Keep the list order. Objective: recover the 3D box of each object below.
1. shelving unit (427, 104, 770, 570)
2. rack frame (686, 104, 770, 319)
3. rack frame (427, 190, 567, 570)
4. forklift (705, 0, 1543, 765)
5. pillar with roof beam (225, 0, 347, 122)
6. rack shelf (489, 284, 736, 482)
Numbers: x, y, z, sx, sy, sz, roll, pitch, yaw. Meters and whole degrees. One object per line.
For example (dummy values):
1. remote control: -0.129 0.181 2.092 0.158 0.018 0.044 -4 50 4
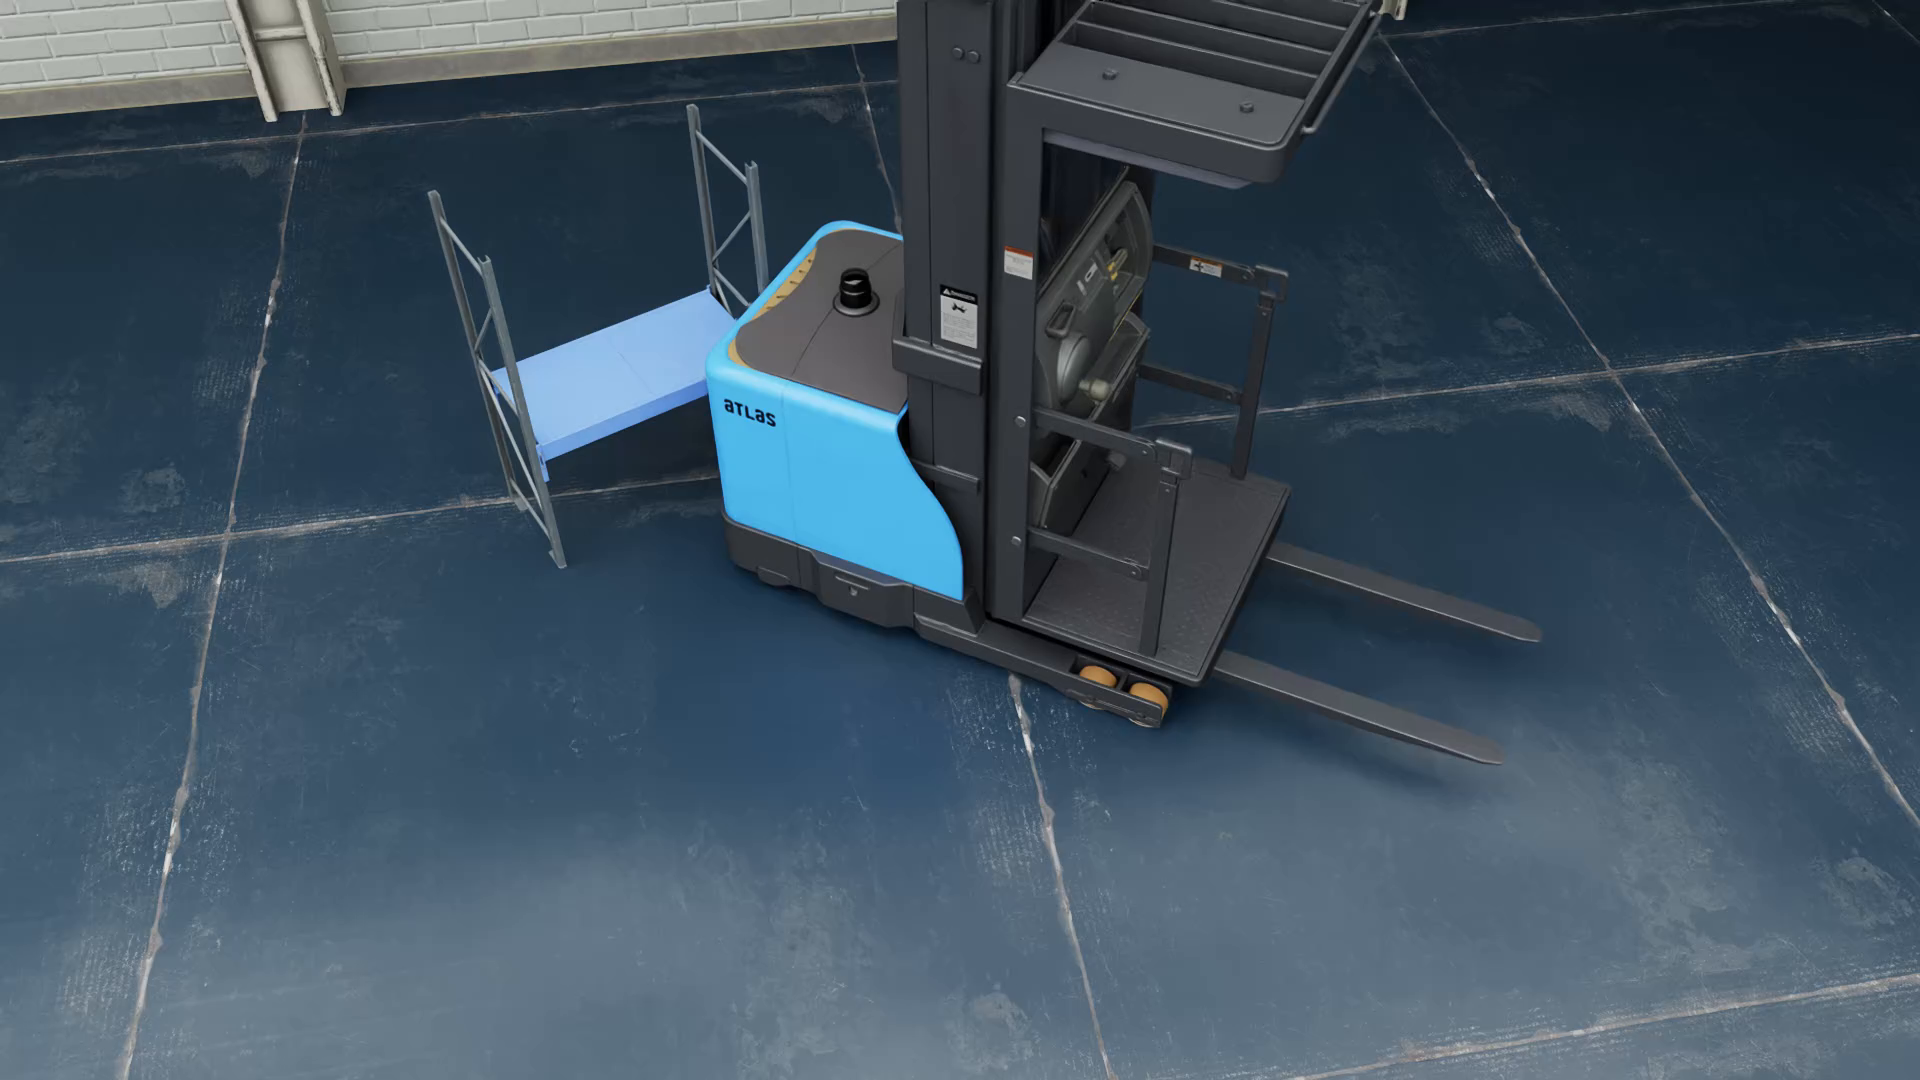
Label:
1. shelving unit: -1.299 -0.761 6.442 1.048 1.500 0.538 -26 51 -23
2. rack frame: -0.877 -0.965 6.638 0.032 1.500 0.500 -26 51 -23
3. rack frame: -1.722 -0.557 6.246 0.032 1.500 0.500 -26 51 -23
4. forklift: 0.633 -0.773 5.459 3.031 2.935 1.130 19 49 17
5. pillar with roof beam: -2.815 -2.442 2.854 0.400 9.000 9.100 -7 46 -7
6. rack shelf: -1.299 -0.636 6.571 1.000 0.185 0.538 -26 51 -23
